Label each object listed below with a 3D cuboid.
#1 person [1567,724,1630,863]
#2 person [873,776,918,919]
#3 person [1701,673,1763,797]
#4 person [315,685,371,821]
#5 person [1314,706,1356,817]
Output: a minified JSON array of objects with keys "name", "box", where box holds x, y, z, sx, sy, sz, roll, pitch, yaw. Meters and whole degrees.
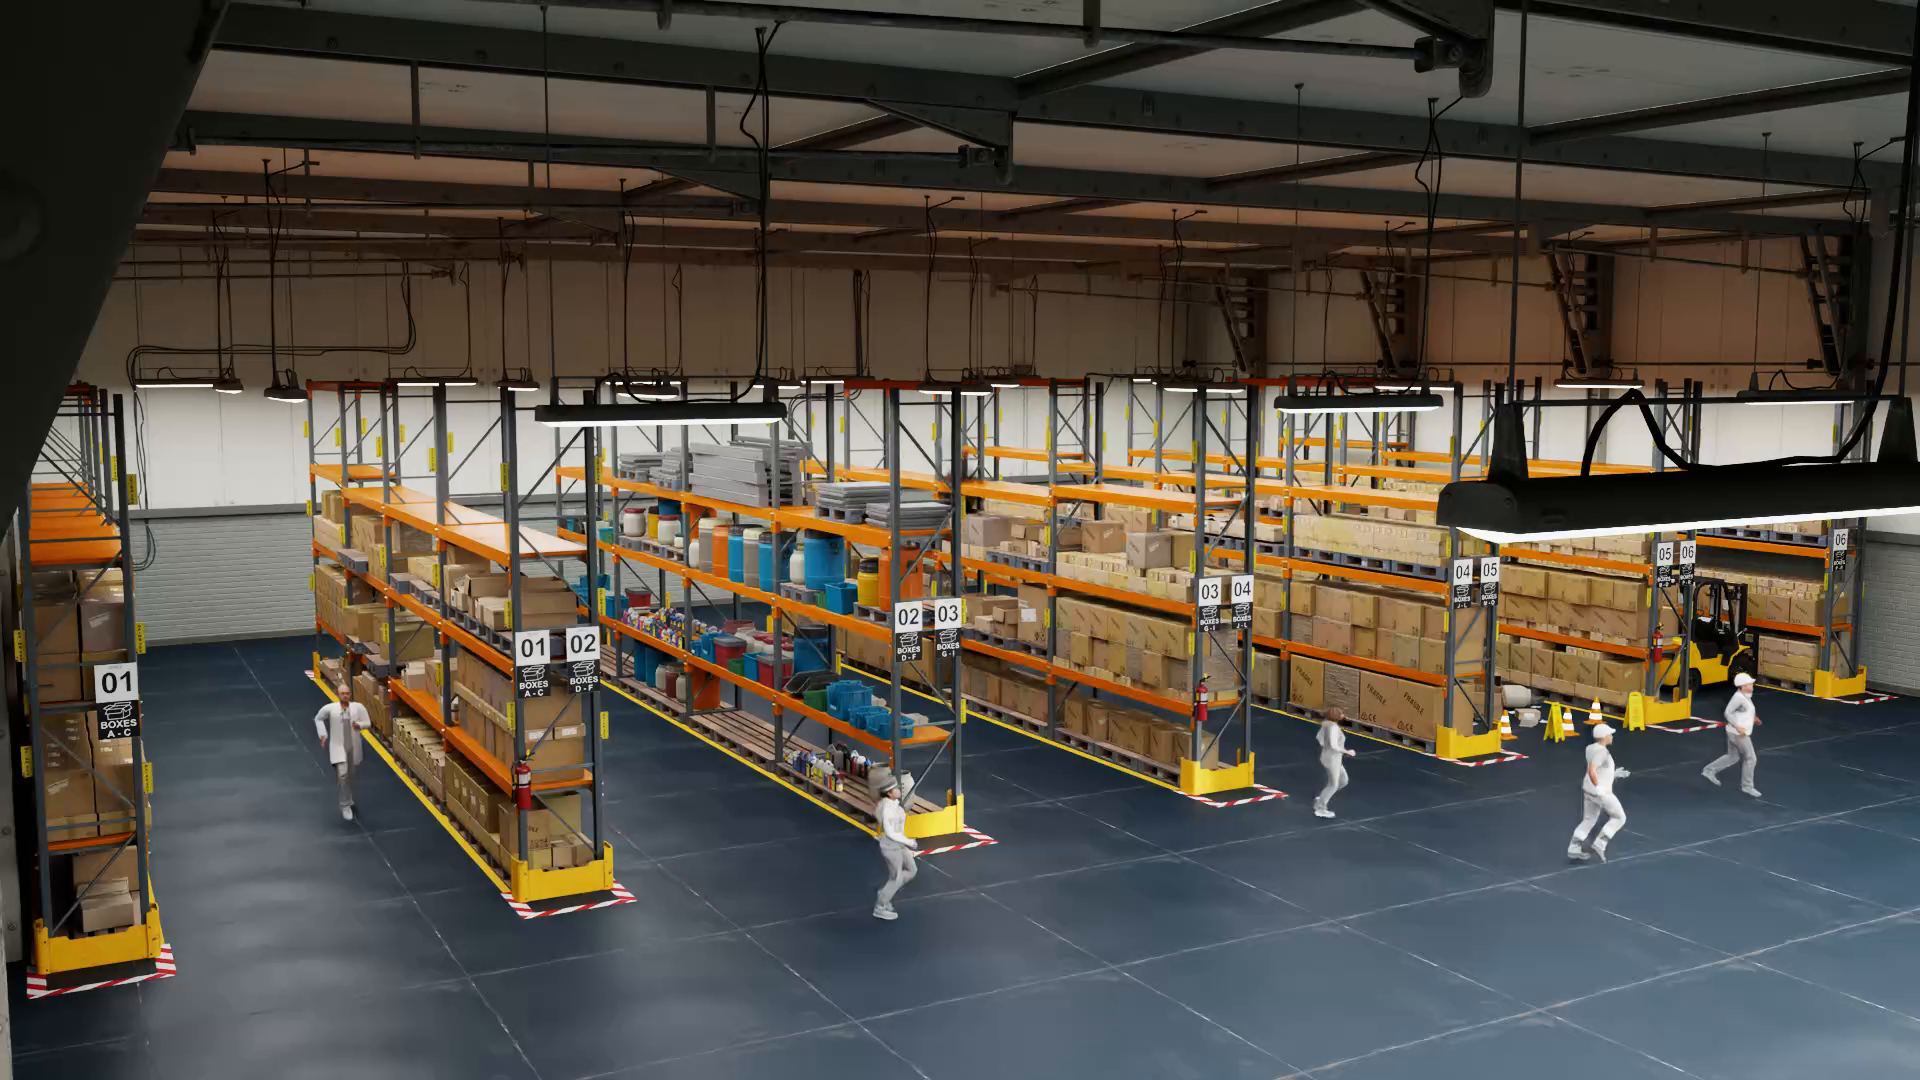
[{"name":"person","box":[8.121,3.208,21.050,0.786,1.776,0.647,0,6,-4]},{"name":"person","box":[-0.739,3.495,18.966,0.524,1.659,0.595,0,6,-1]},{"name":"person","box":[11.413,2.847,24.506,0.832,1.811,0.655,3,7,24]},{"name":"person","box":[-8.653,2.949,23.410,0.677,1.836,0.908,-4,7,-36]},{"name":"person","box":[5.228,3.088,23.173,0.552,1.565,0.548,1,6,6]}]
